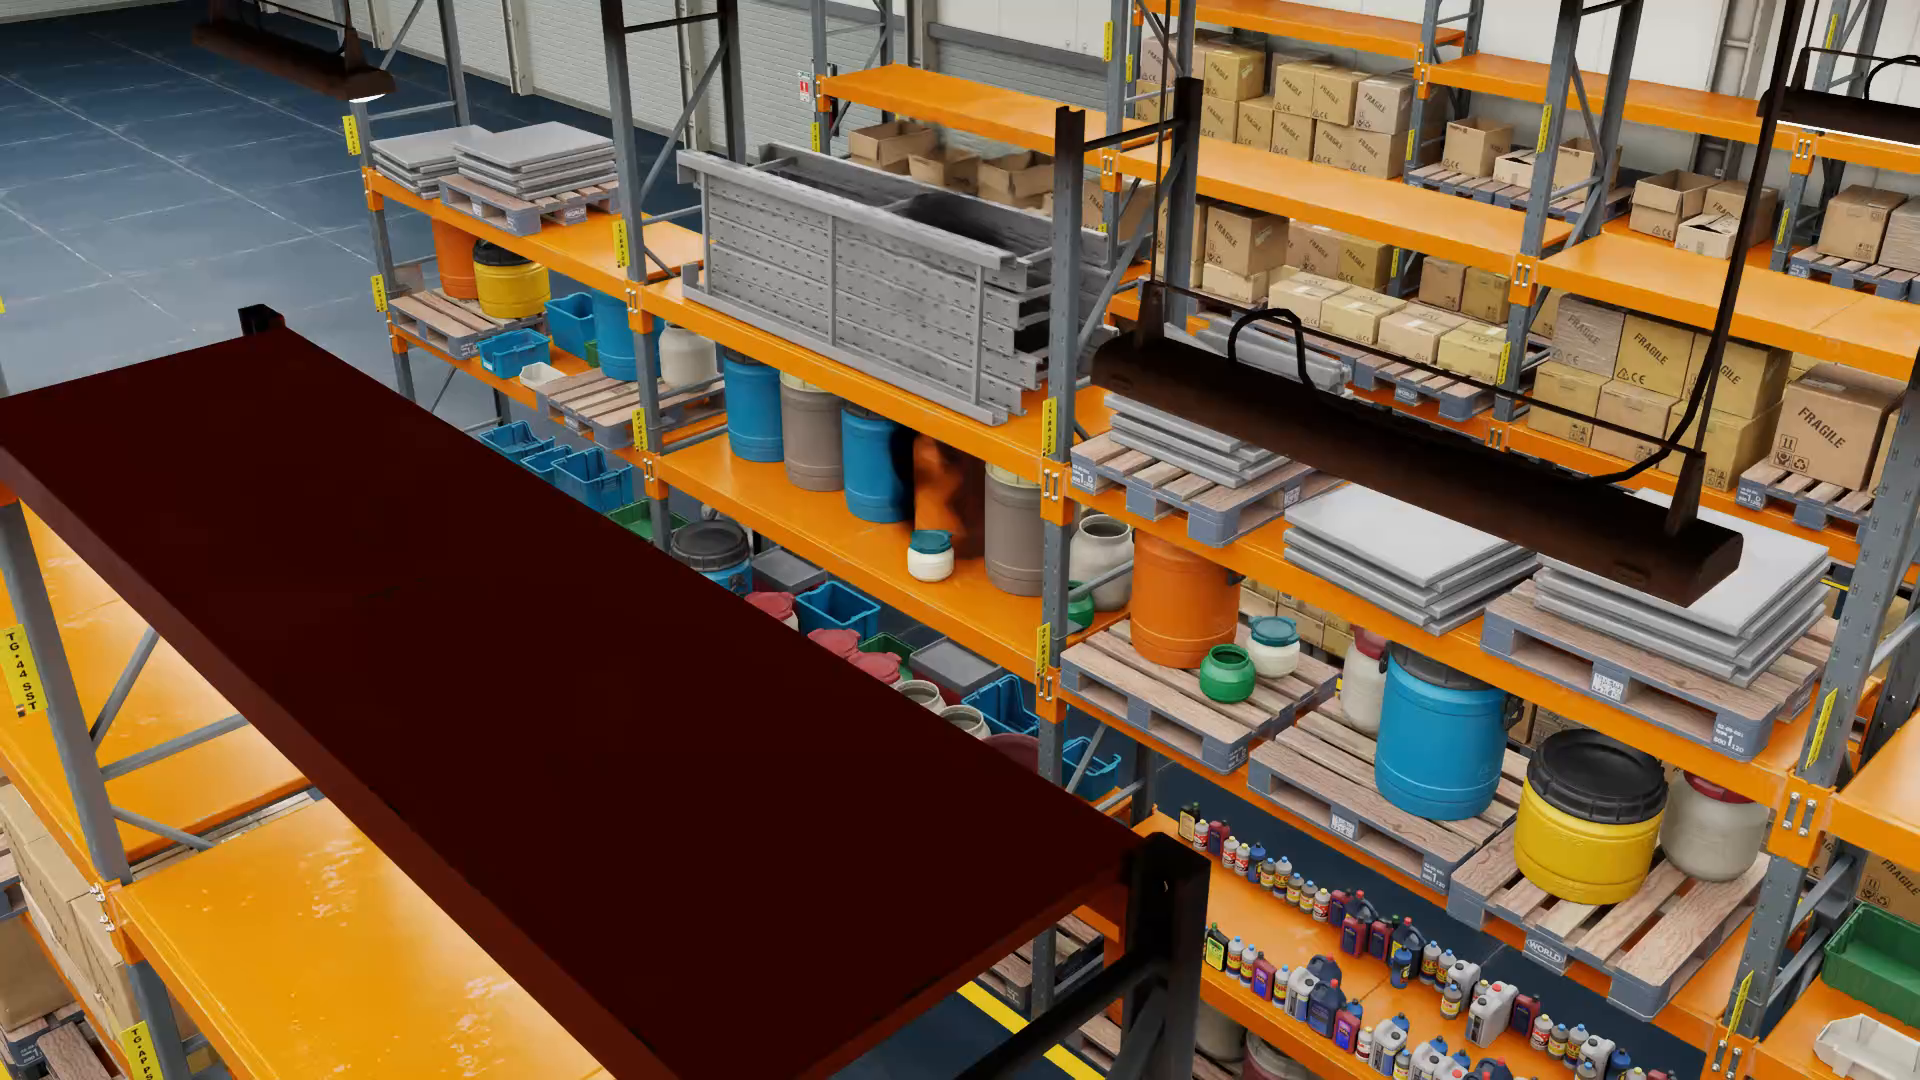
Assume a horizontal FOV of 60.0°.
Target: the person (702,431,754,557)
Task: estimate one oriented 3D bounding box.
[{"bbox_3d":[-2.207,-0.513,15.933,0.708,1.832,0.630,17,33,29],"label":"person"}]
